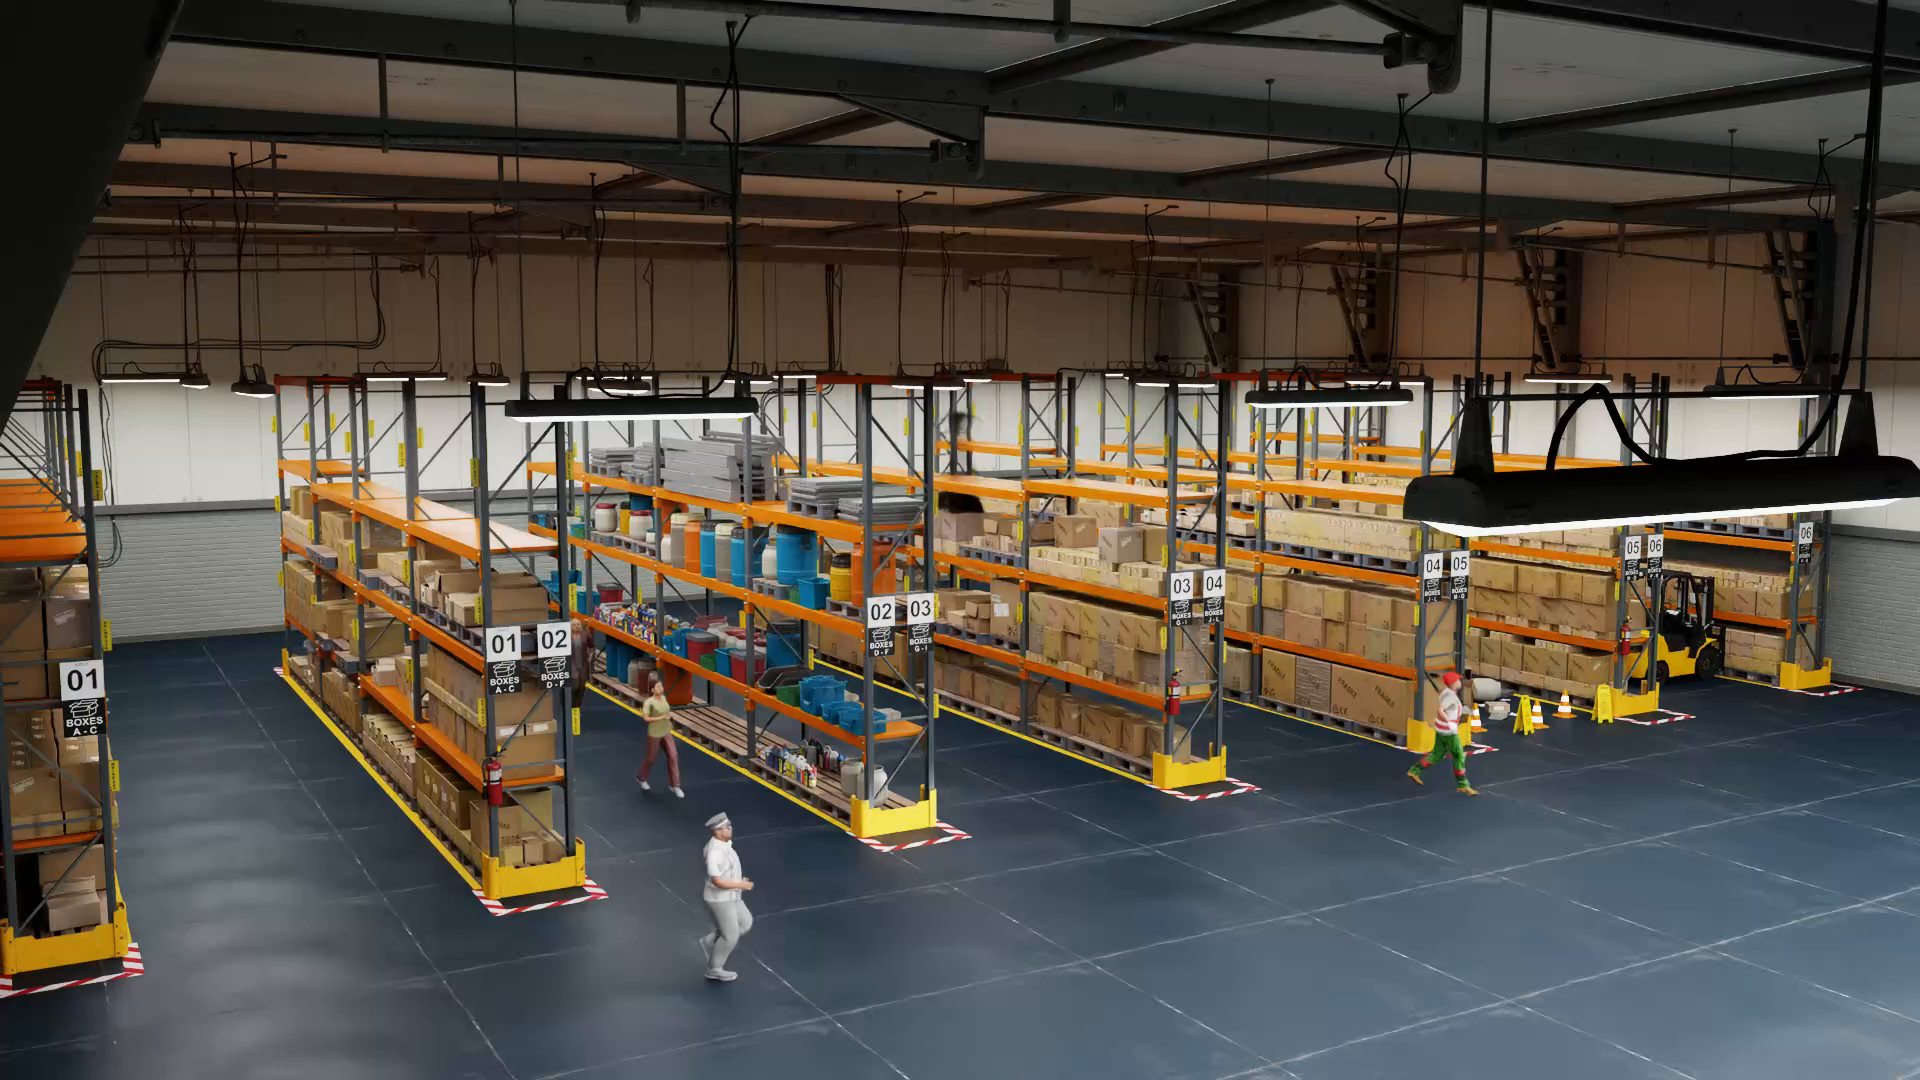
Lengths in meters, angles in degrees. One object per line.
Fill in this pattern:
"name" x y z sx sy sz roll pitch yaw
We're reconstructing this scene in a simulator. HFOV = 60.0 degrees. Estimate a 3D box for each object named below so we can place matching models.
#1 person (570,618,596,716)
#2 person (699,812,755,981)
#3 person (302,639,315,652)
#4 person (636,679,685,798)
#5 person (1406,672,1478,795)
"person" -6.750 2.254 29.380 0.693 1.746 0.651 -3 7 -28
"person" -2.380 3.621 16.951 0.593 1.738 0.658 0 6 -3
"person" -13.322 1.643 34.987 1.072 1.814 0.620 0 6 -4
"person" -4.375 2.848 24.098 0.882 1.698 0.571 6 9 43
"person" 7.047 2.796 24.108 0.979 1.792 0.675 0 6 4
